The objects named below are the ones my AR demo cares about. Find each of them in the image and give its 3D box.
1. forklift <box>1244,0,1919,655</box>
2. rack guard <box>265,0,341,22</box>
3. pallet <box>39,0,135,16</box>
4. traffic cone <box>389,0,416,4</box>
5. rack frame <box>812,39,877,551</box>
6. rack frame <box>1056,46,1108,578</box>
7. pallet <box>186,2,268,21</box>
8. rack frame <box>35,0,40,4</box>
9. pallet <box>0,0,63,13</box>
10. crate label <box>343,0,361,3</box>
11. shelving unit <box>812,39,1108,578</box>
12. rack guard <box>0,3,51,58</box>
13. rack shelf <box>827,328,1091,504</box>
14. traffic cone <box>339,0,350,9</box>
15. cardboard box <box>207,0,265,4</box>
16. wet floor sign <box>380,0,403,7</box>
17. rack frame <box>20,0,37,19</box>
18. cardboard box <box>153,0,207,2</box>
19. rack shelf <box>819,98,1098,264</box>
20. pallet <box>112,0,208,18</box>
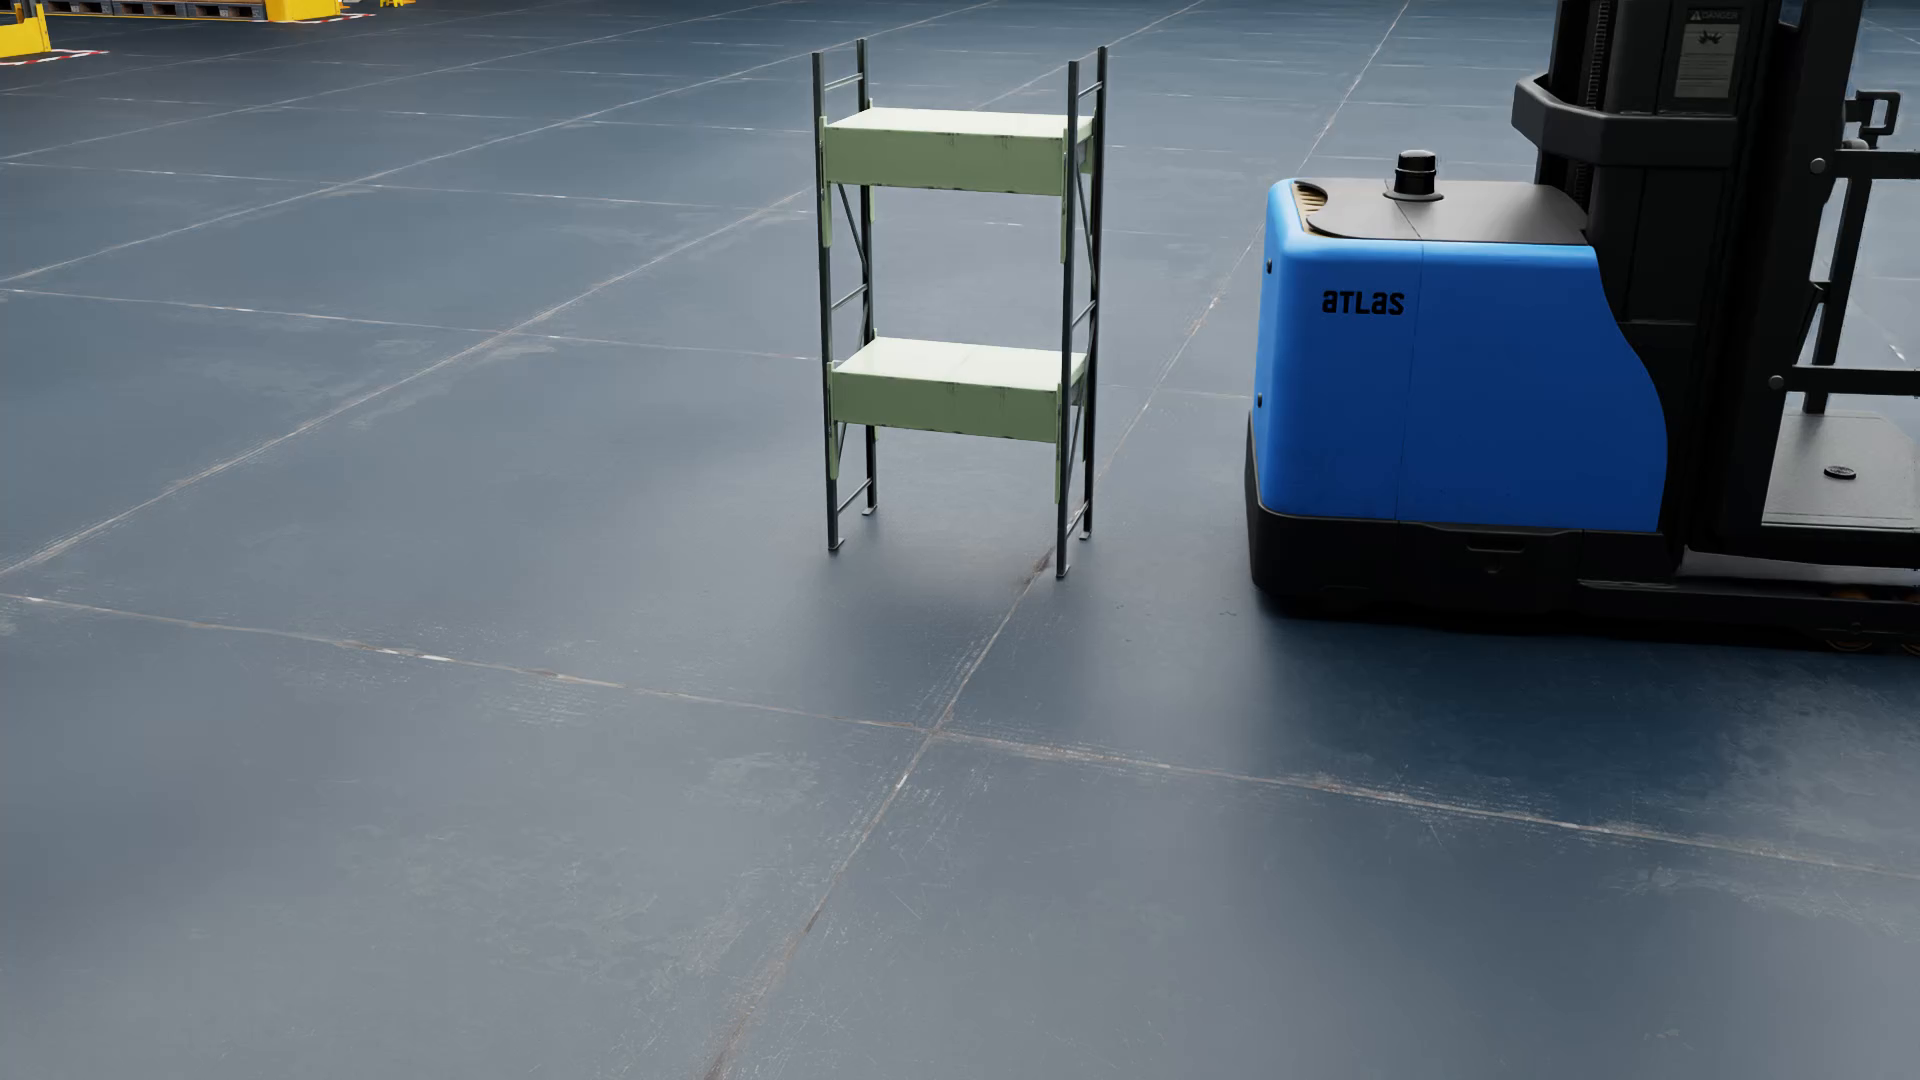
[{"bbox_3d":[2.400,-1.258,4.474,3.031,2.935,1.130,3,22,7],"label":"forklift"},{"bbox_3d":[-8.870,-7.306,22.422,0.348,0.500,1.175,7,23,16],"label":"rack guard"},{"bbox_3d":[-12.017,-7.502,23.280,1.213,0.211,1.003,7,23,15],"label":"pallet"},{"bbox_3d":[-8.339,-8.239,24.745,0.334,0.463,0.336,7,23,16],"label":"traffic cone"},{"bbox_3d":[-0.344,-0.733,5.081,0.023,1.500,0.400,7,23,16],"label":"rack frame"},{"bbox_3d":[0.357,-0.653,4.886,0.023,1.500,0.400,7,23,16],"label":"rack frame"},{"bbox_3d":[-9.681,-7.234,22.628,1.213,0.211,1.003,7,23,15],"label":"pallet"},{"bbox_3d":[-12.722,-8.904,23.023,0.127,3.000,1.000,7,23,16],"label":"rack frame"},{"bbox_3d":[-13.483,-7.671,23.692,1.213,0.211,1.003,7,23,16],"label":"pallet"},{"bbox_3d":[-9.109,-8.152,24.962,0.298,0.136,0.250,-5,23,-12],"label":"crate label"},{"bbox_3d":[0.006,-0.693,4.984,0.755,1.500,0.431,7,23,16],"label":"shelving unit"},{"bbox_3d":[-10.495,-5.526,18.083,0.348,0.500,1.175,7,23,16],"label":"rack guard"},{"bbox_3d":[0.006,-0.392,5.107,0.720,0.370,0.431,7,23,16],"label":"rack shelf"},{"bbox_3d":[-8.991,-7.865,23.835,0.334,0.463,0.336,7,23,16],"label":"traffic cone"},{"bbox_3d":[-9.561,-7.727,22.400,0.875,0.875,0.875,7,23,16],"label":"cardboard box"},{"bbox_3d":[-8.293,-8.092,24.147,0.232,0.644,0.267,3,22,6],"label":"wet floor sign"},{"bbox_3d":[-10.422,-6.674,17.588,0.127,3.000,1.000,7,23,16],"label":"rack frame"},{"bbox_3d":[-10.404,-7.822,22.634,0.875,0.875,0.875,6,23,15],"label":"cardboard box"},{"bbox_3d":[0.006,-1.054,4.836,0.720,0.370,0.431,7,23,16],"label":"rack shelf"},{"bbox_3d":[-10.845,-7.369,22.956,1.213,0.211,1.003,7,23,15],"label":"pallet"}]
